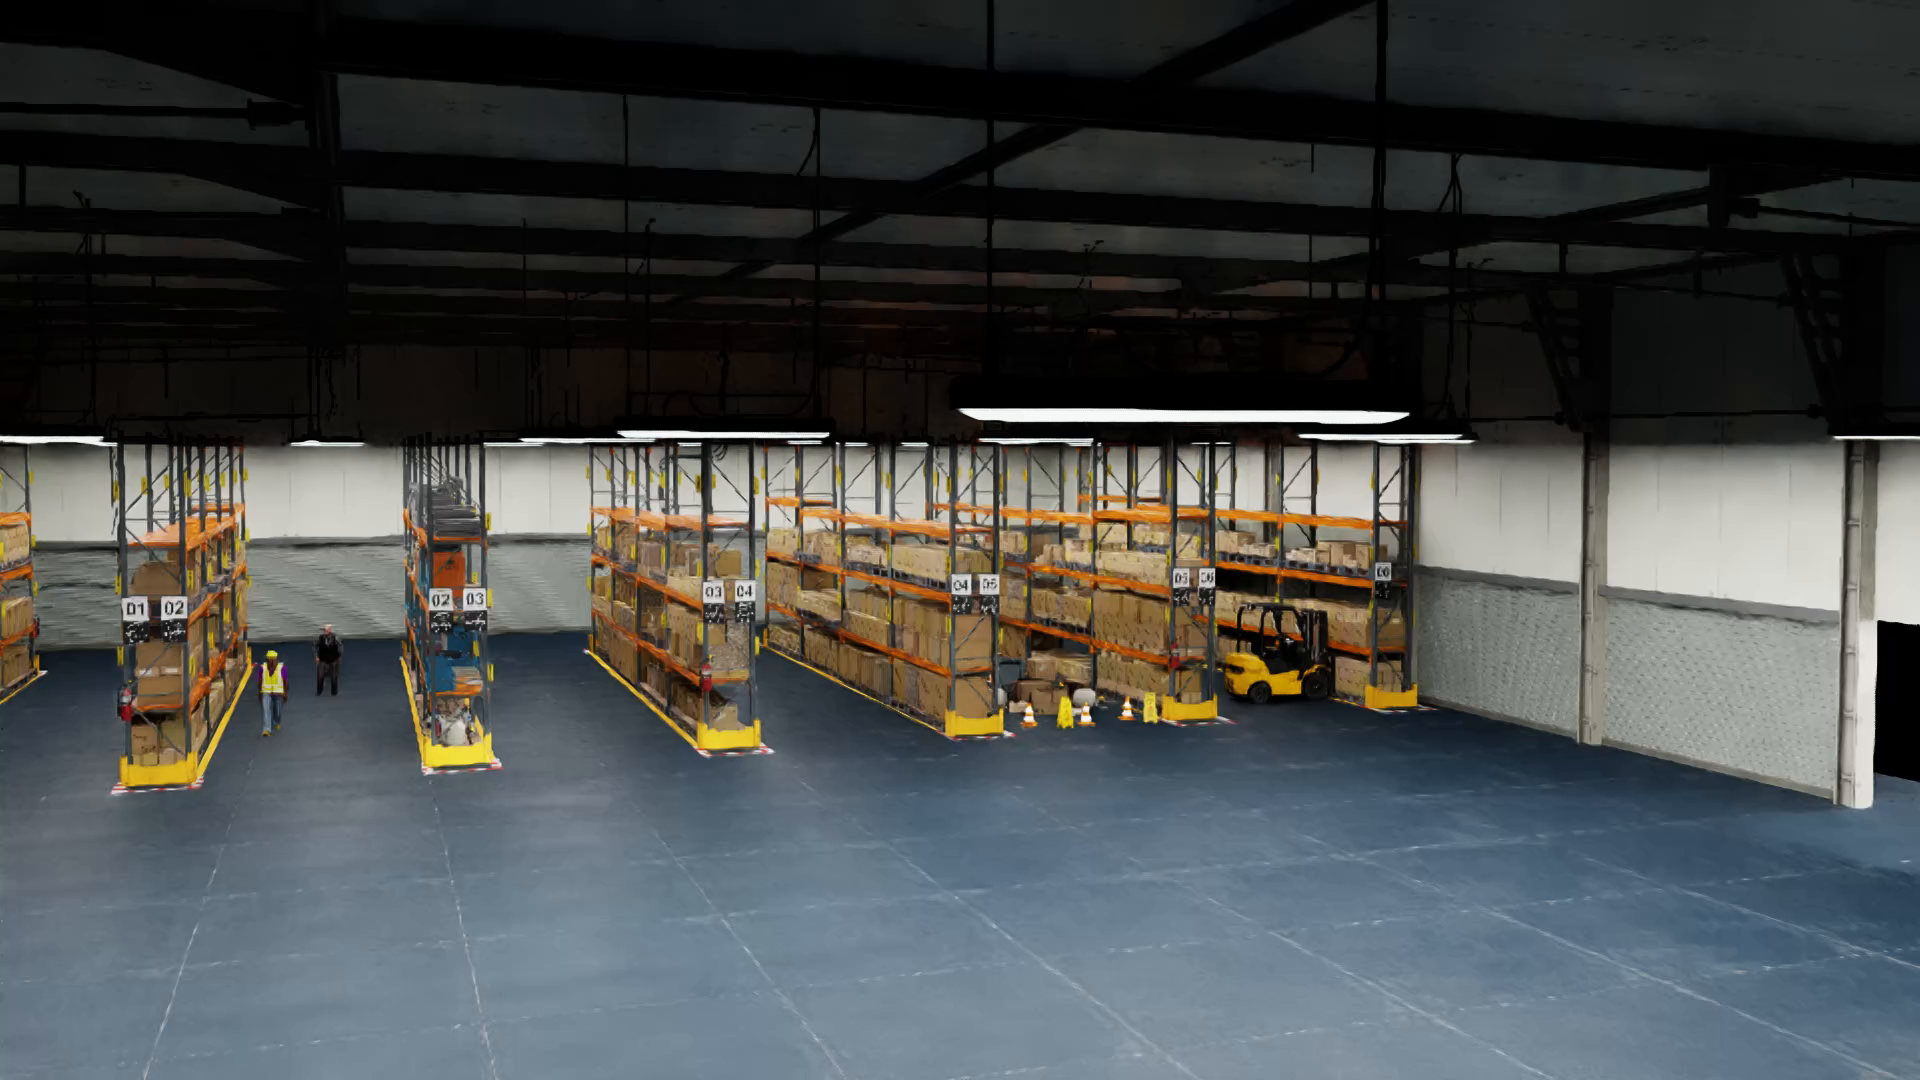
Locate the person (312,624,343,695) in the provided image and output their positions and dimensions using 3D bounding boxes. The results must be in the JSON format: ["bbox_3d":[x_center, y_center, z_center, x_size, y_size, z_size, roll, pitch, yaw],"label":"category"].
[{"bbox_3d":[-14.584,2.768,38.371,0.677,1.671,0.534,-1,3,-22],"label":"person"}]

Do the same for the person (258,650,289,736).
[{"bbox_3d":[-13.715,3.025,33.214,0.575,1.689,1.128,-1,3,-22],"label":"person"}]

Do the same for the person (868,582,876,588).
[{"bbox_3d":[-2.564,2.111,48.987,0.506,1.790,0.652,-2,4,-28],"label":"person"}]
